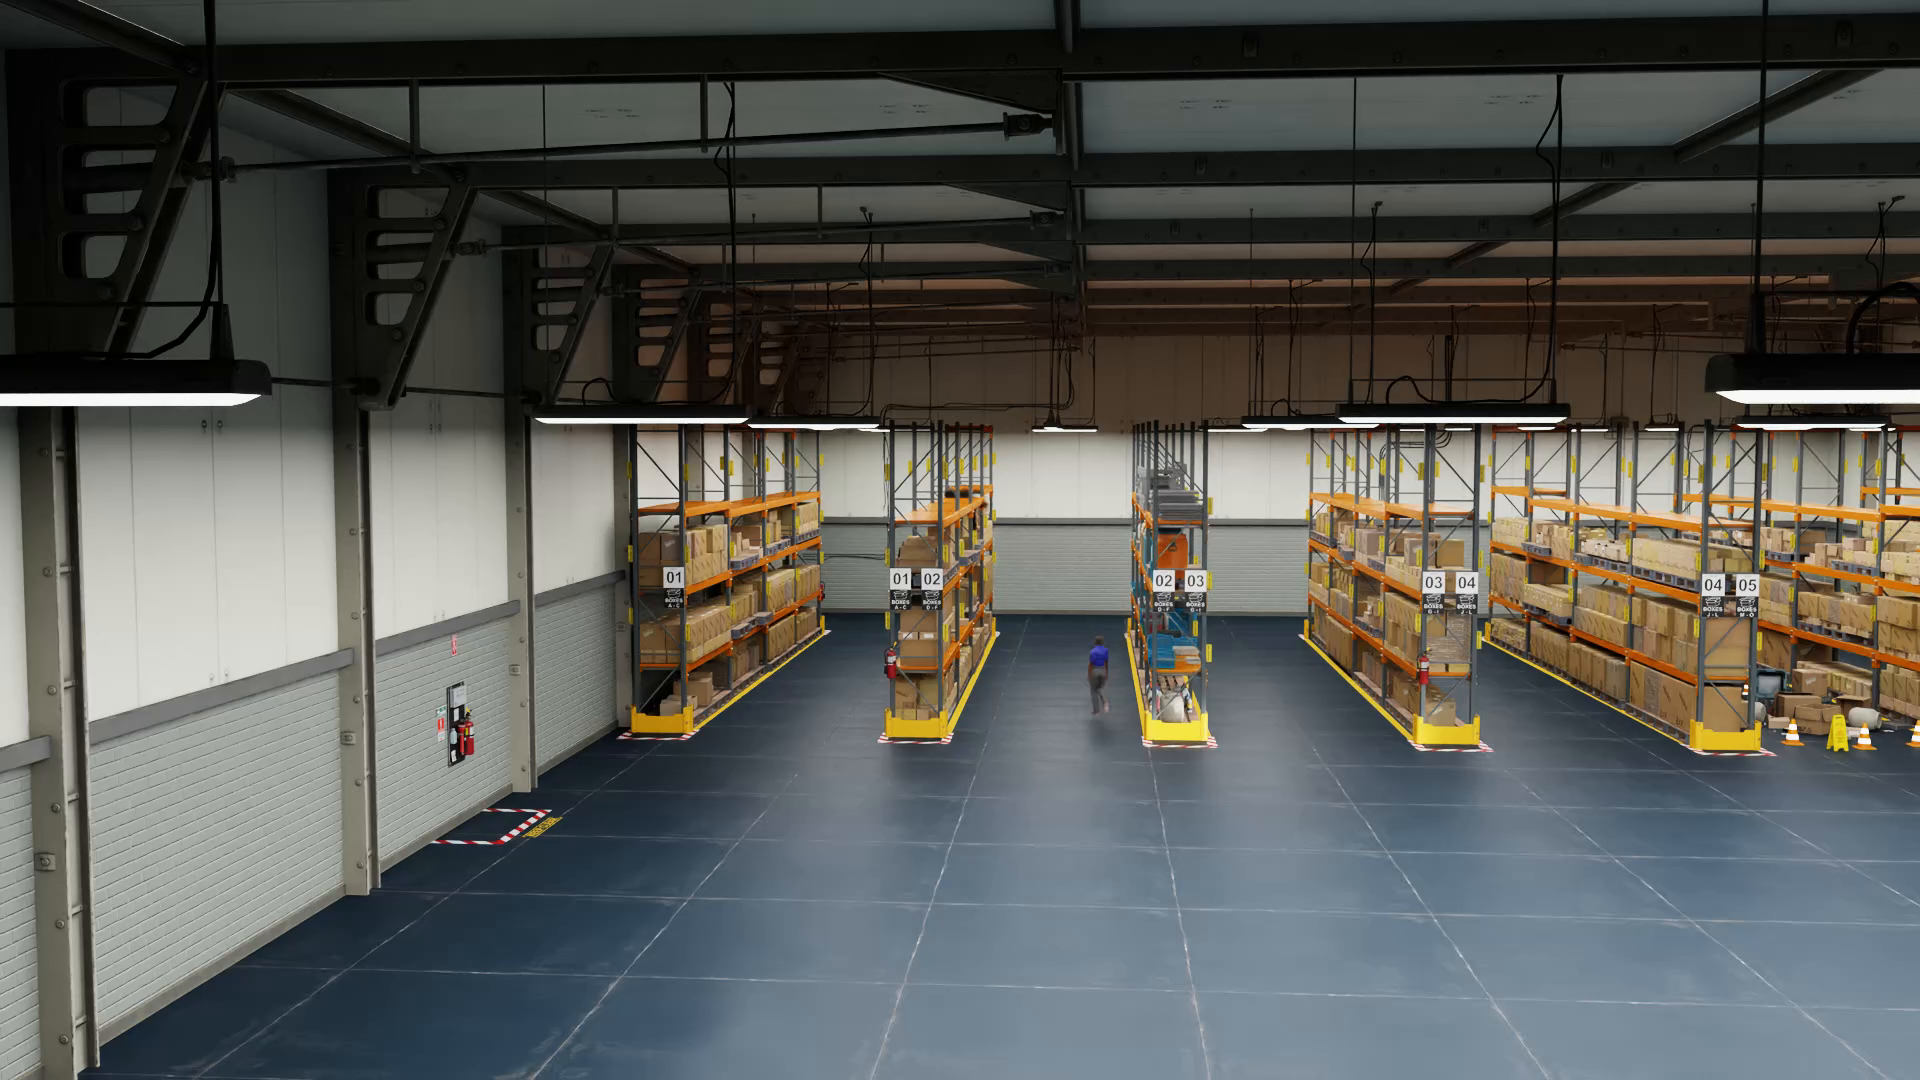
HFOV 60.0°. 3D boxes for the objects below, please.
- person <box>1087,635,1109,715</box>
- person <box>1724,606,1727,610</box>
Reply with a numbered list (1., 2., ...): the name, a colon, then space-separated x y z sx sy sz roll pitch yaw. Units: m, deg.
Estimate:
1. person: 2.807 2.743 33.776 0.458 1.648 0.483 -2 4 -31
2. person: 17.776 2.409 38.853 0.604 1.775 0.595 -1 4 -12
